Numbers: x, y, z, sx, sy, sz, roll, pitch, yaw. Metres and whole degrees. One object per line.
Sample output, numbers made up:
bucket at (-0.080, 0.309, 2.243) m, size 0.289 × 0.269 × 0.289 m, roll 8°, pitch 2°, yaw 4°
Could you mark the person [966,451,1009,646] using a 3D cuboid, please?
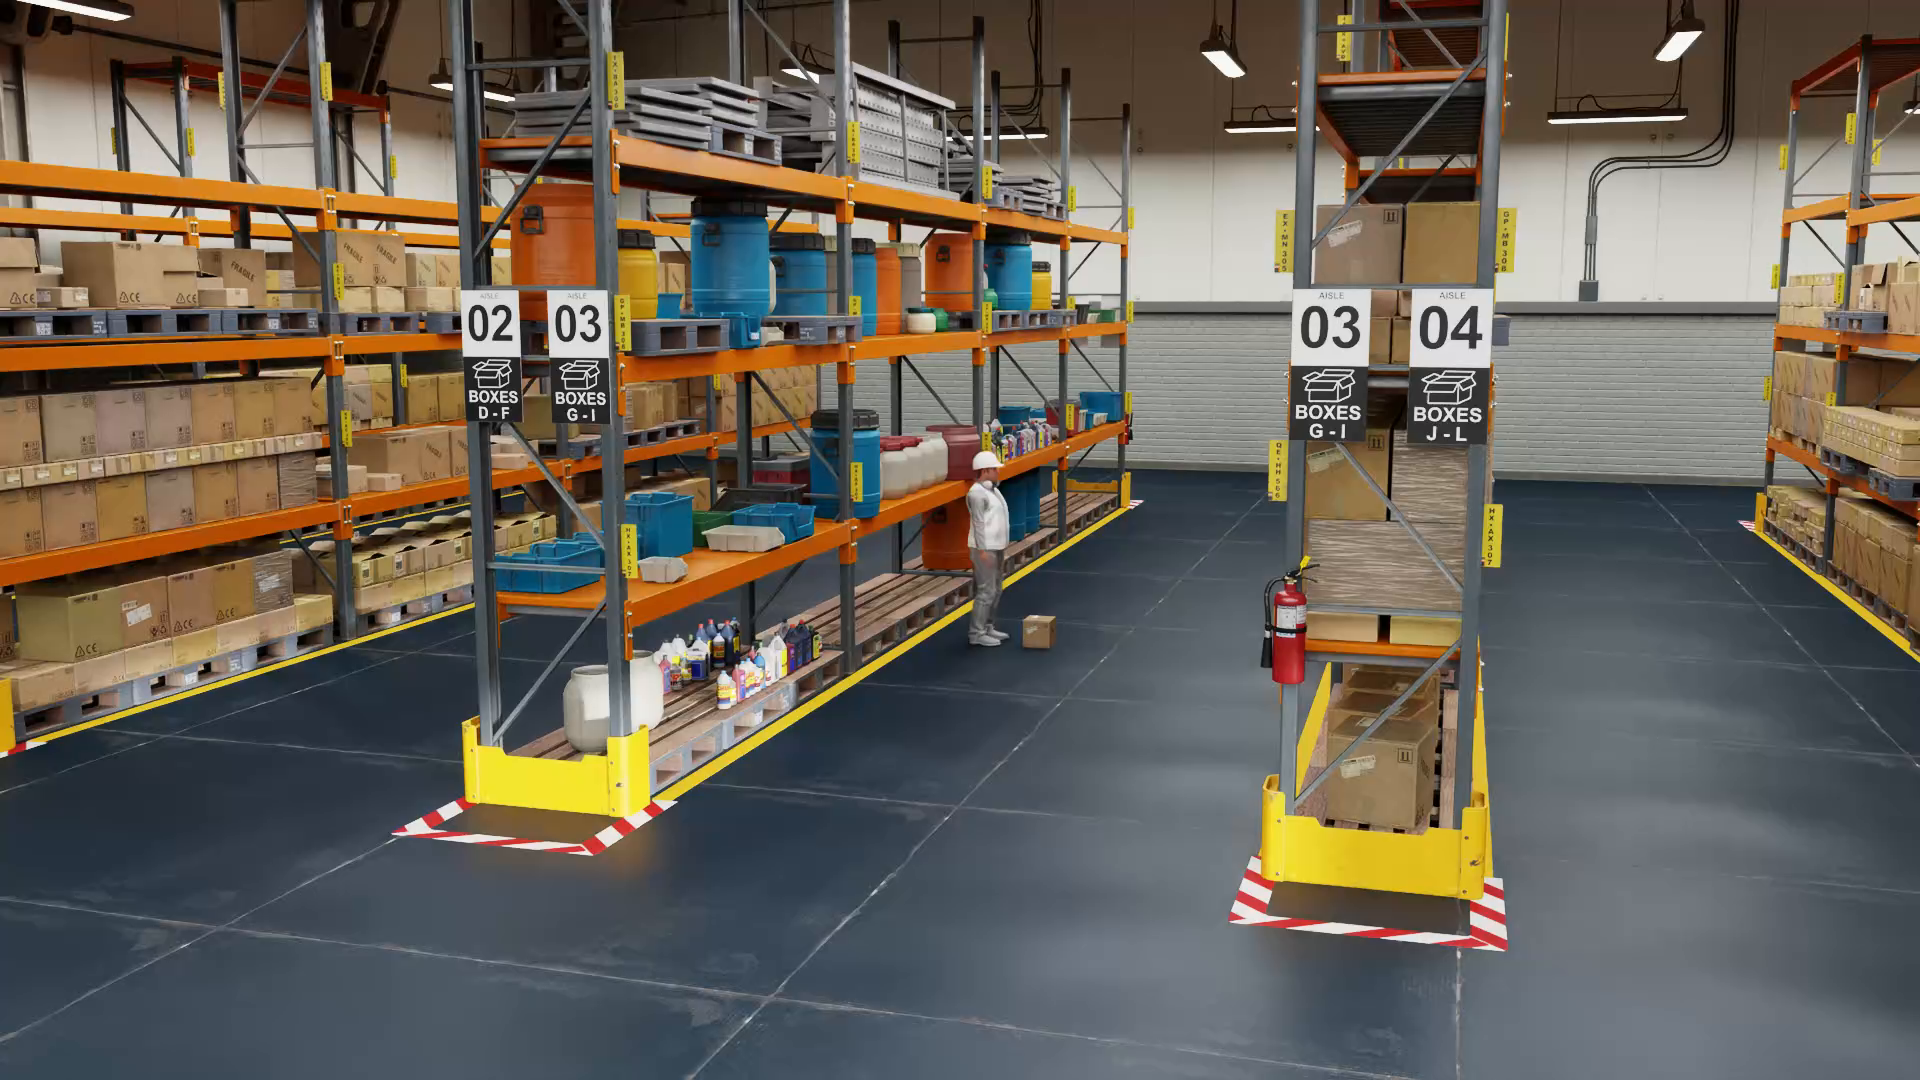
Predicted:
person at (0.261, 0.072, 15.266) m, size 0.359 × 1.769 × 0.500 m, roll 3°, pitch 9°, yaw 17°
